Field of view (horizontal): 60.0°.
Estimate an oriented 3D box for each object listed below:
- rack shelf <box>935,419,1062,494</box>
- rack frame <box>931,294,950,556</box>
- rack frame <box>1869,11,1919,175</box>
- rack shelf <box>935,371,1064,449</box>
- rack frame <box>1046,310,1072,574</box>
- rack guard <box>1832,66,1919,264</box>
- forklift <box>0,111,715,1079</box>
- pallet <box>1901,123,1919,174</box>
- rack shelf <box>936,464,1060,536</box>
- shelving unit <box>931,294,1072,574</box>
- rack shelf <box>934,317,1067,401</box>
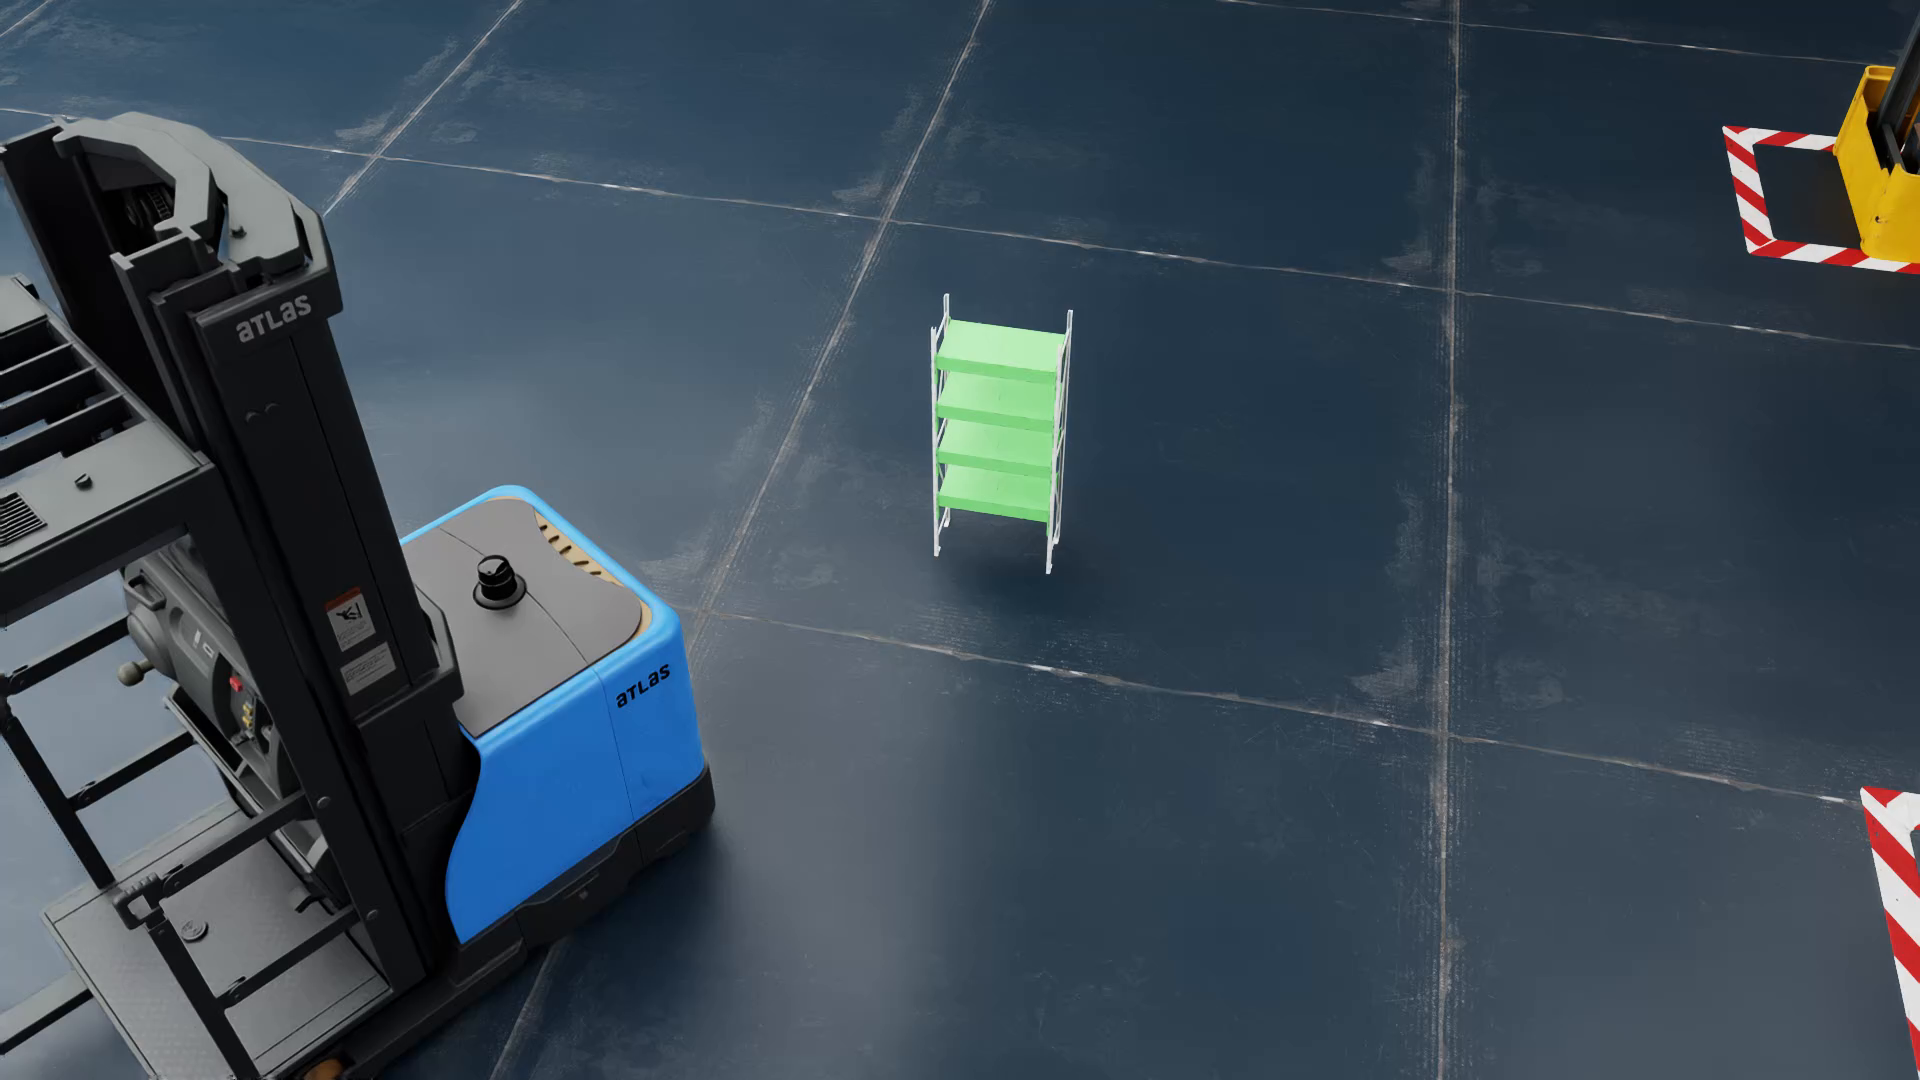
[{"bbox_3d":[0.162,-0.361,6.812,0.480,0.148,0.258,9,45,9],"label":"rack shelf"},{"bbox_3d":[-0.077,-0.444,6.806,0.015,1.200,0.240,9,45,9],"label":"rack frame"},{"bbox_3d":[5.080,-2.935,8.096,0.127,3.000,1.000,9,45,9],"label":"rack frame"},{"bbox_3d":[0.162,-0.534,6.646,0.480,0.148,0.258,9,45,9],"label":"rack shelf"},{"bbox_3d":[0.400,-0.370,6.730,0.015,1.200,0.240,9,45,9],"label":"rack frame"},{"bbox_3d":[5.057,-2.038,8.967,0.348,0.500,1.175,9,45,9],"label":"rack guard"},{"bbox_3d":[-2.299,0.451,4.628,3.031,2.935,1.130,-34,54,-30],"label":"forklift"},{"bbox_3d":[5.835,-1.843,8.972,1.213,0.211,1.003,9,45,9],"label":"pallet"},{"bbox_3d":[0.162,-0.188,6.979,0.480,0.148,0.258,9,45,9],"label":"rack shelf"},{"bbox_3d":[0.162,-0.407,6.768,0.503,1.200,0.258,9,45,9],"label":"shelving unit"},{"bbox_3d":[0.162,-0.707,6.479,0.480,0.148,0.258,9,45,9],"label":"rack shelf"}]
